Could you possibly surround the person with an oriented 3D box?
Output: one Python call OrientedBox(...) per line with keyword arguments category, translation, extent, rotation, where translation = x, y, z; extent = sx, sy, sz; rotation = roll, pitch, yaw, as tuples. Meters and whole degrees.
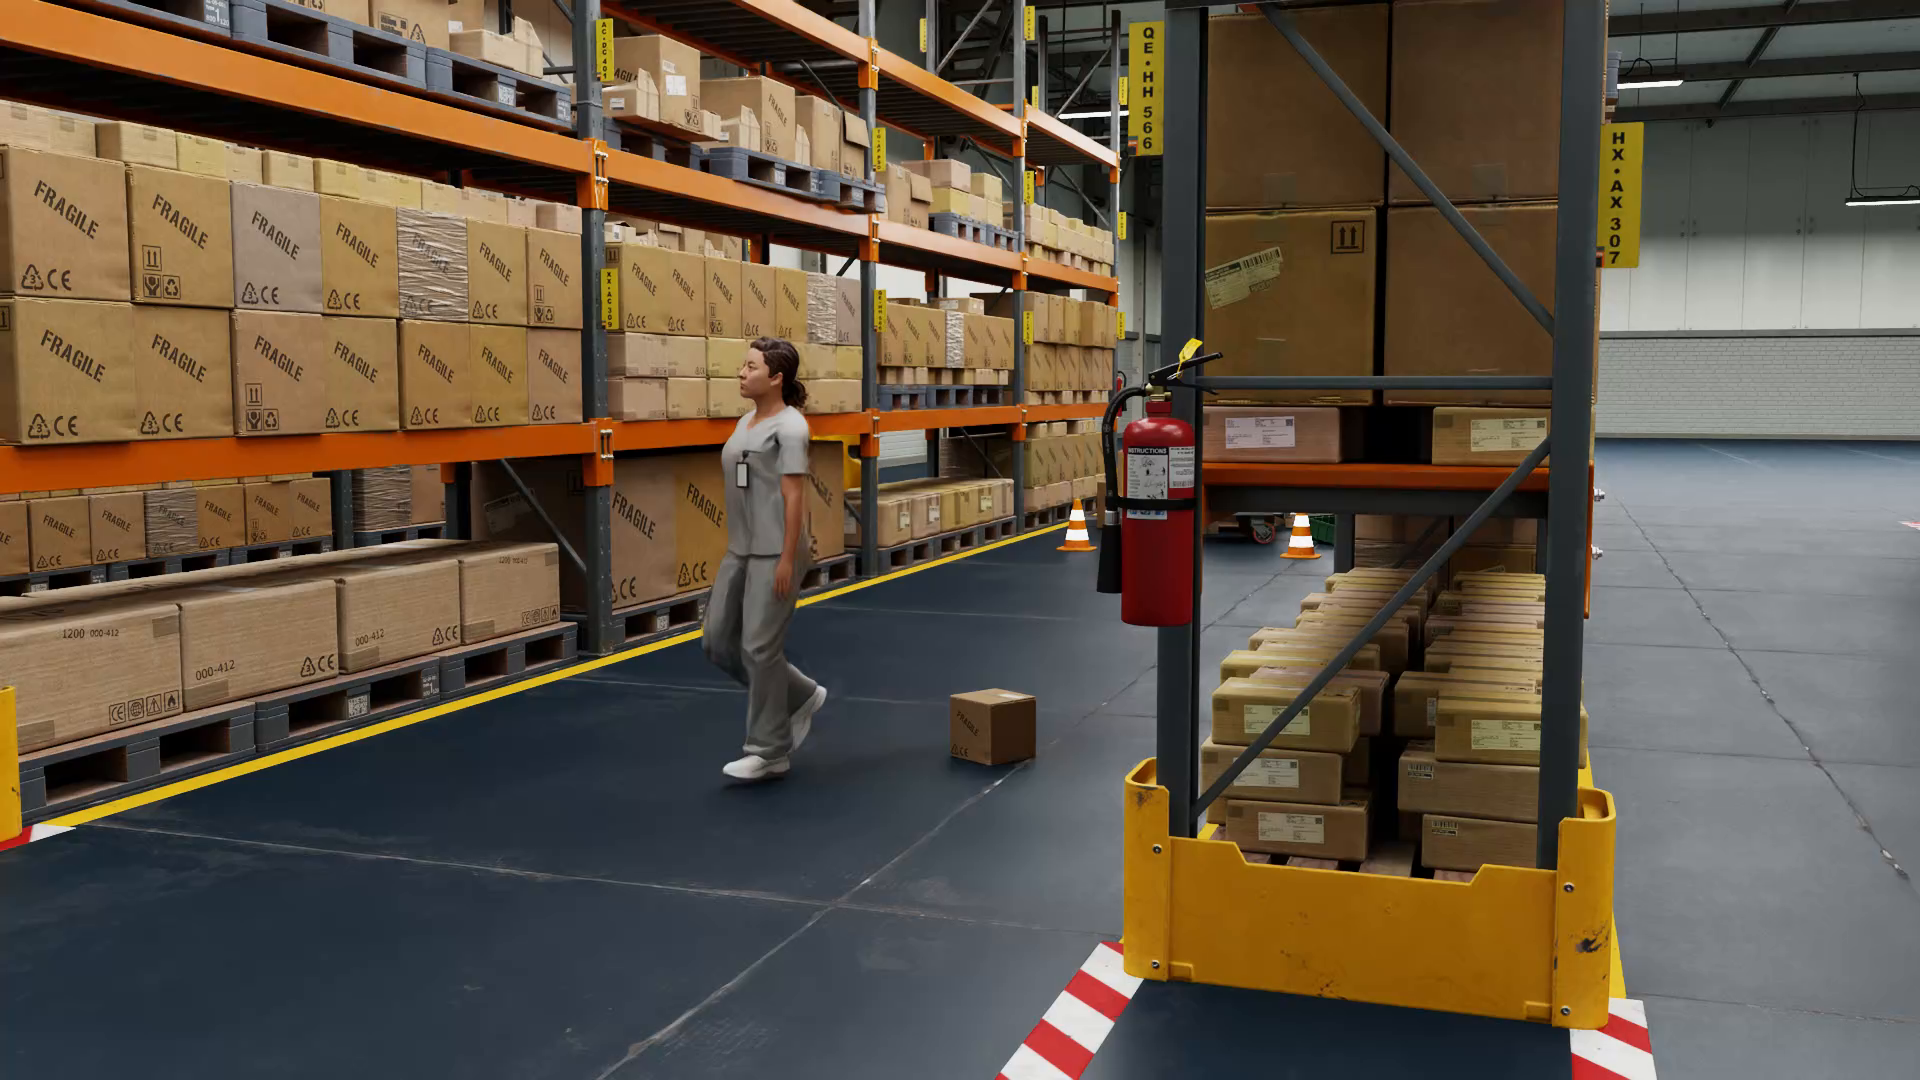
OrientedBox(category="person", translation=(-0.696, 0.060, 6.325), extent=(0.526, 1.658, 0.441), rotation=(-4, 7, -39))
